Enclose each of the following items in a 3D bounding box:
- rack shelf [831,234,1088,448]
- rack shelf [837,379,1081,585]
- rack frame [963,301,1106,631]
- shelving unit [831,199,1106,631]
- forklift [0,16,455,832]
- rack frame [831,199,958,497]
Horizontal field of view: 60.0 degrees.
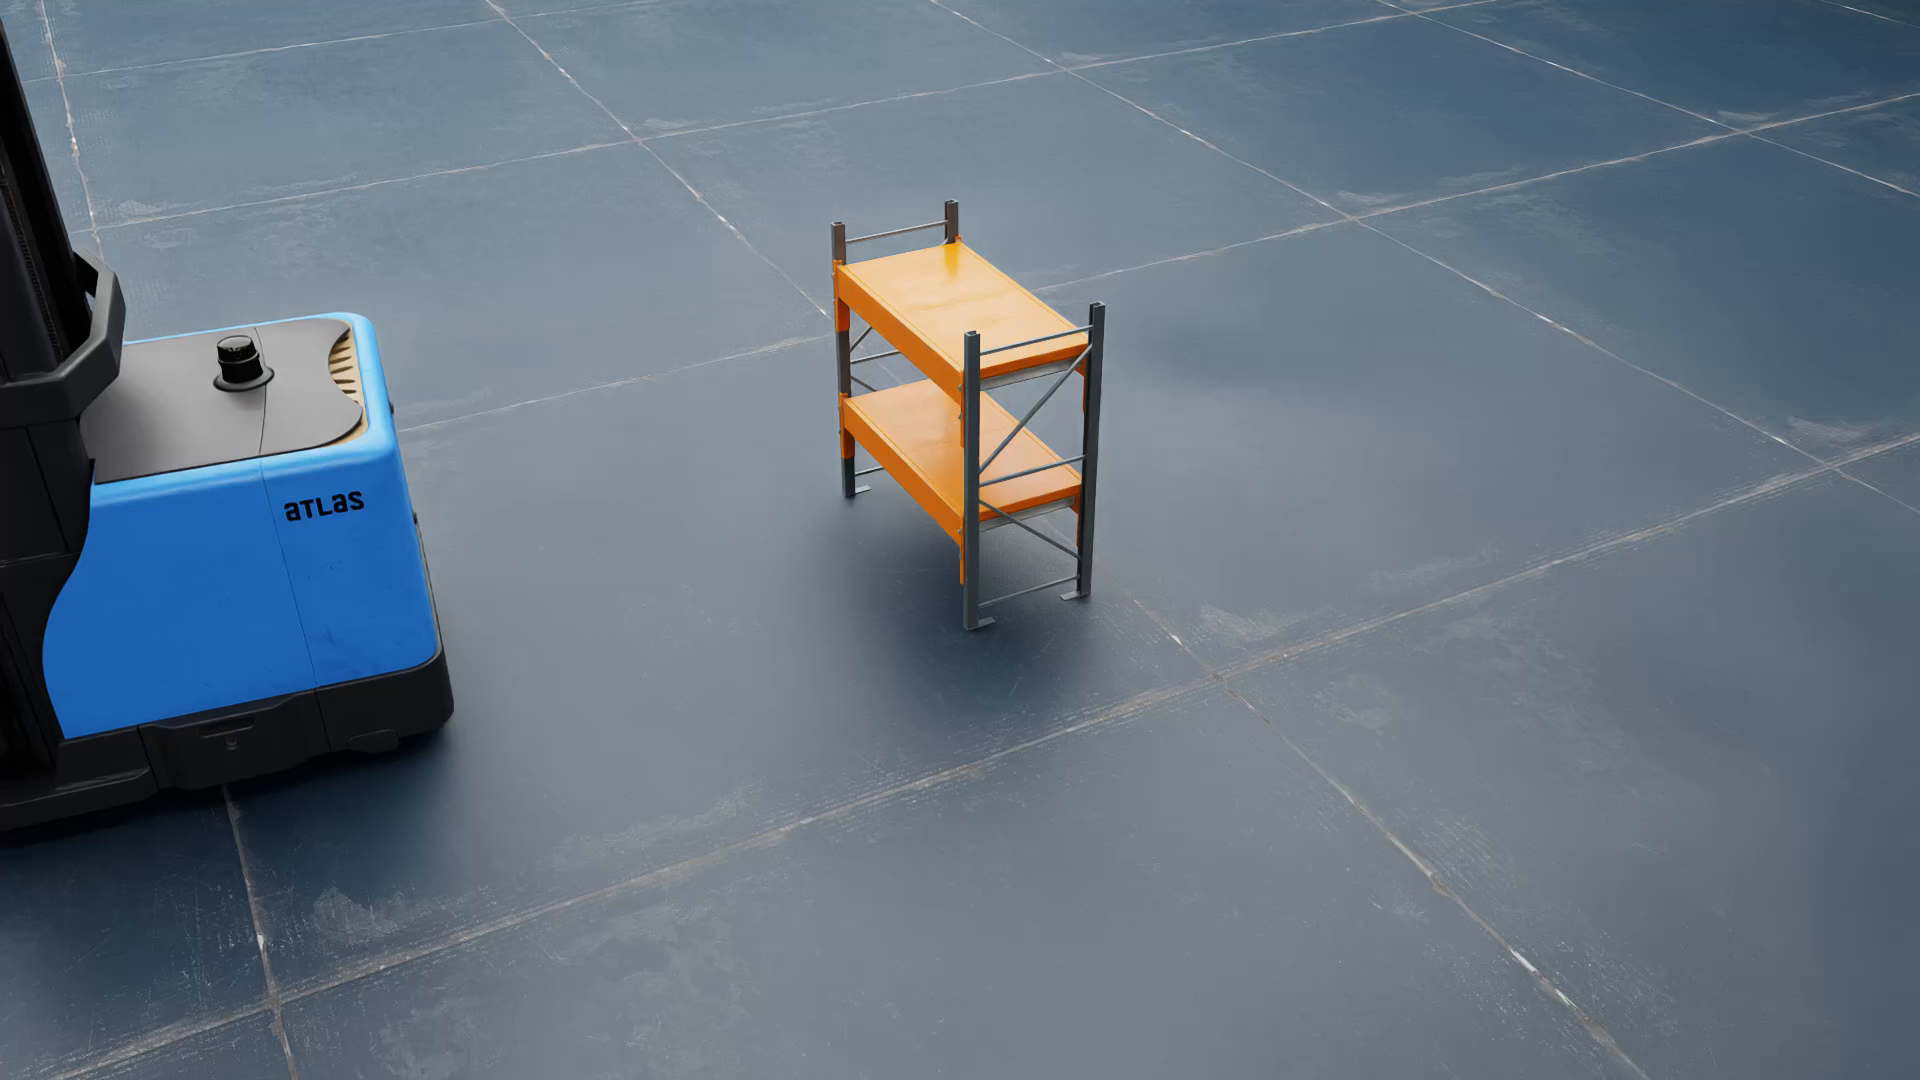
[{"bbox_3d":[0.003,-0.717,5.784,0.538,0.278,1.000,-16,36,-23],"label":"rack shelf"},{"bbox_3d":[0.003,-0.265,6.073,0.538,0.278,1.000,-16,36,-23],"label":"rack shelf"},{"bbox_3d":[0.240,-0.228,5.563,0.500,1.125,0.032,-16,36,-23],"label":"rack frame"},{"bbox_3d":[0.003,-0.470,5.942,0.538,1.125,1.048,-16,36,-23],"label":"shelving unit"},{"bbox_3d":[-3.175,-0.570,4.423,3.031,2.935,1.130,-12,34,-17],"label":"forklift"},{"bbox_3d":[-0.234,-0.713,6.320,0.500,1.125,0.032,-16,36,-23],"label":"rack frame"}]
